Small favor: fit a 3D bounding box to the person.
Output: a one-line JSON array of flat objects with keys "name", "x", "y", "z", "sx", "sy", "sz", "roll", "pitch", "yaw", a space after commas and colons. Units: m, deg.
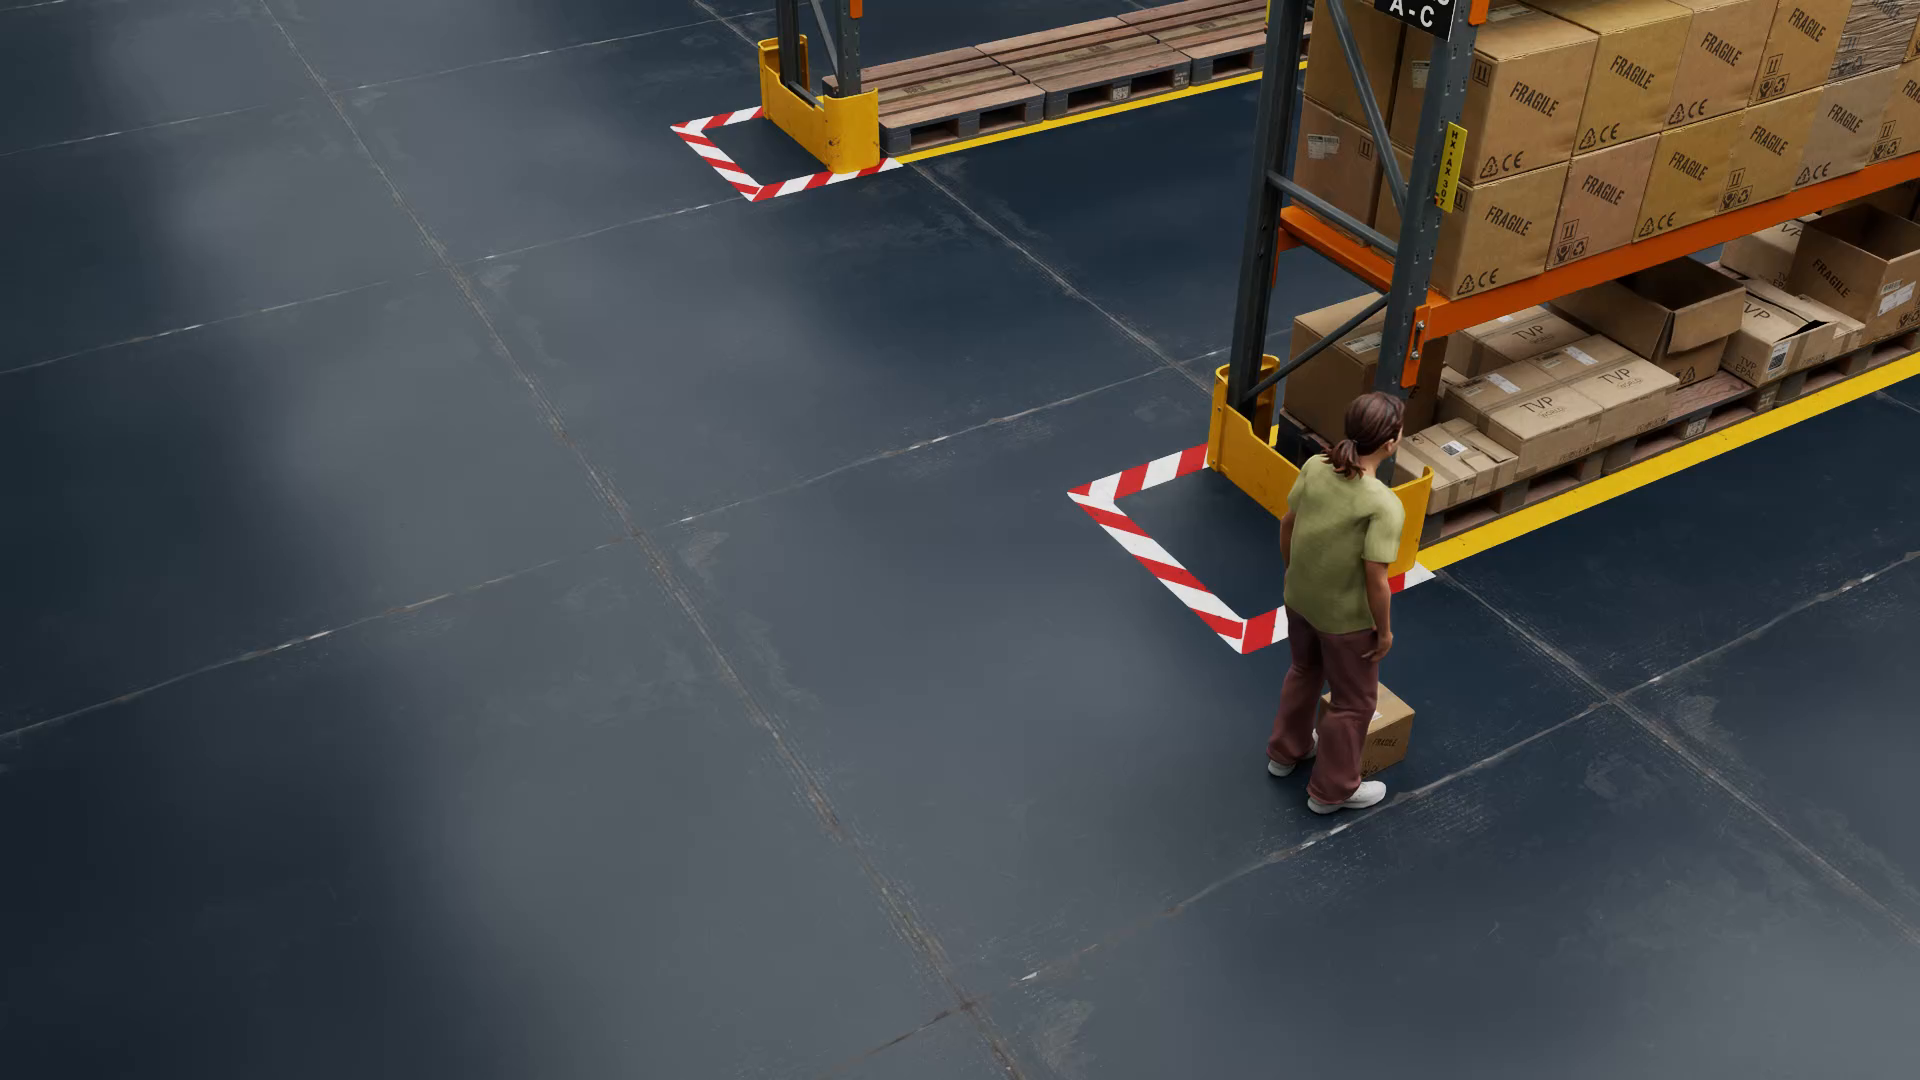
[{"name": "person", "x": 1.334, "y": 0.229, "z": 5.847, "sx": 0.365, "sy": 1.671, "sz": 0.515, "roll": -22, "pitch": 42, "yaw": -26}]
